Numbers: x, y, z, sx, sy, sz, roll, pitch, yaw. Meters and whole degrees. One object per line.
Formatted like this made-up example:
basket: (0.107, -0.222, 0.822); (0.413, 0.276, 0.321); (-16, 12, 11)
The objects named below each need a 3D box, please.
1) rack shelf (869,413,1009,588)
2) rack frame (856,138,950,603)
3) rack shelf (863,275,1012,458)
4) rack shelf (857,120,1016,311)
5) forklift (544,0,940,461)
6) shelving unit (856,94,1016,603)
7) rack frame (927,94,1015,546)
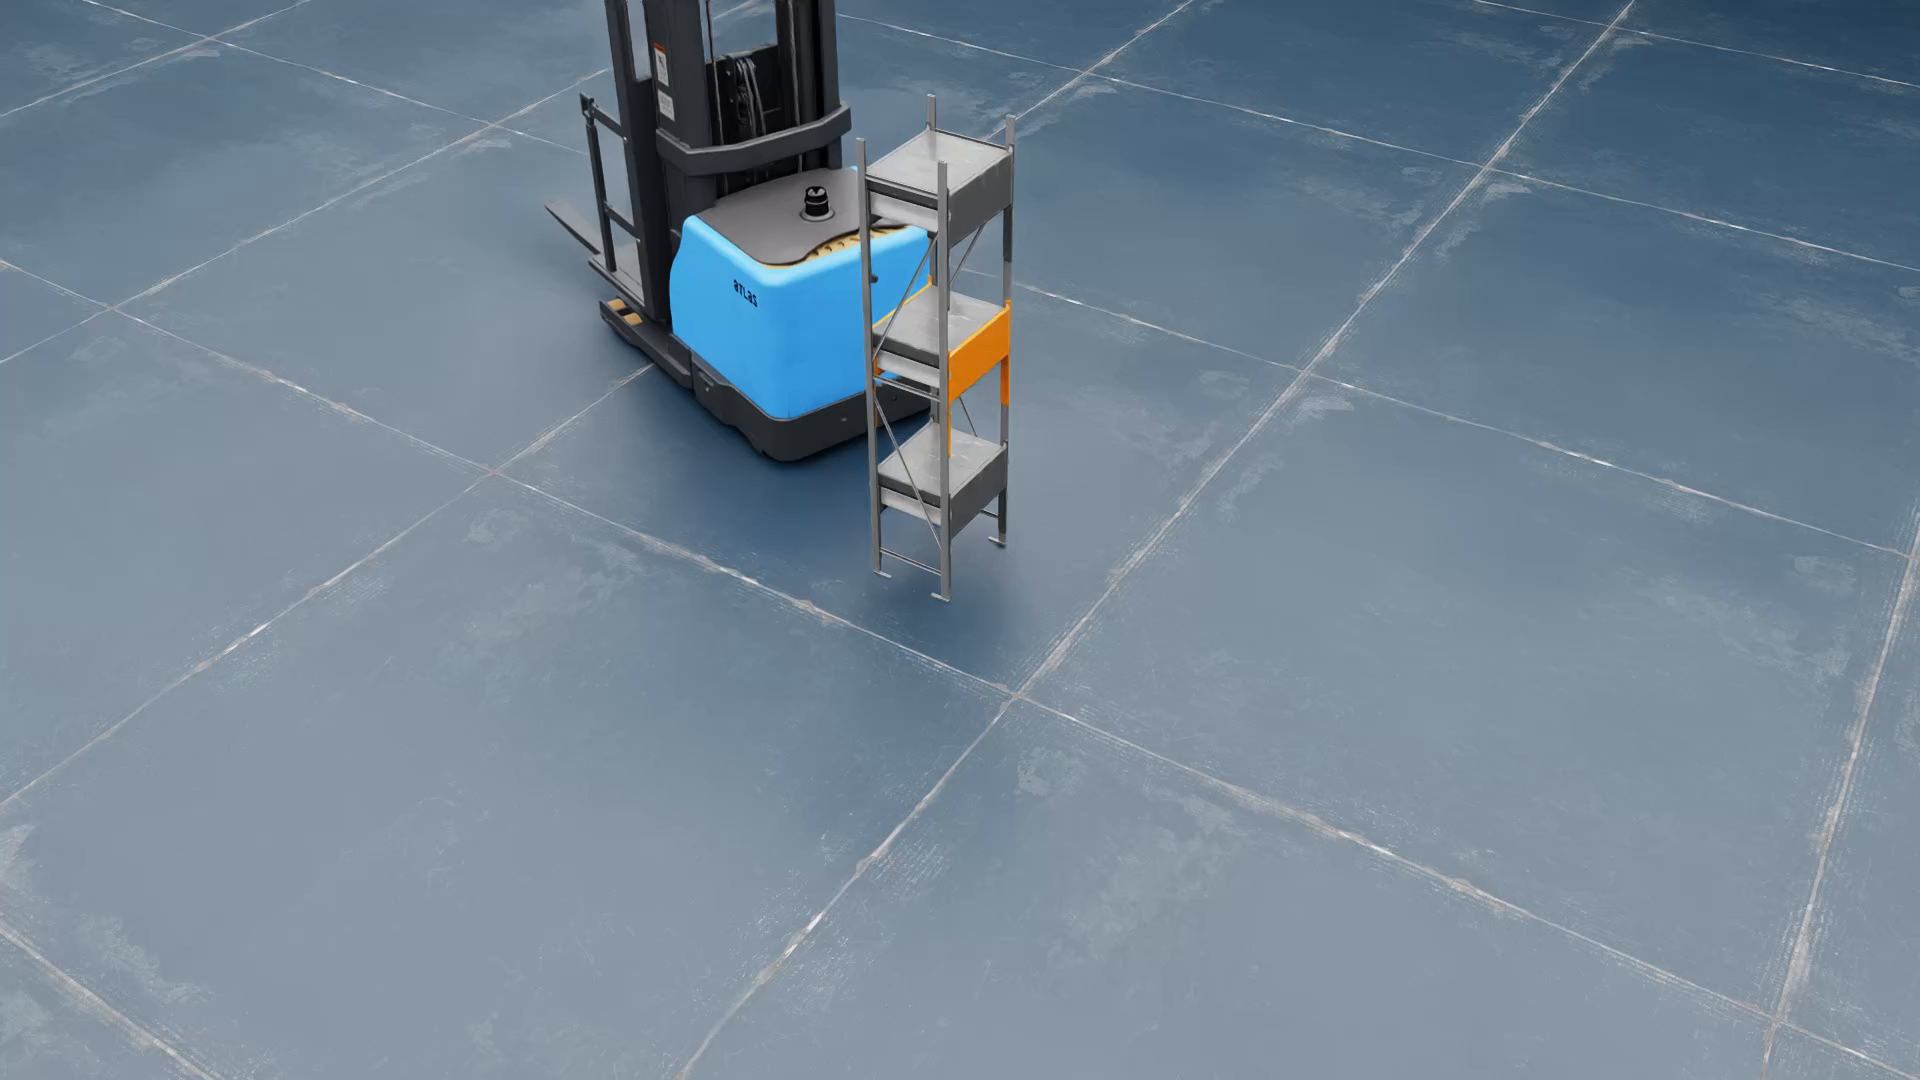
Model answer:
rack shelf: (-0.089, -0.181, 7.434); (0.431, 0.518, 0.480); (21, 42, 25)
rack frame: (-0.219, -0.620, 6.835); (0.400, 2.100, 0.015); (21, 42, 25)
rack shelf: (-0.089, -0.735, 7.007); (0.431, 0.518, 0.480); (21, 42, 25)
rack shelf: (-0.089, -1.290, 6.579); (0.431, 0.518, 0.480); (21, 42, 25)
forklift: (-1.344, -2.397, 8.459); (1.130, 2.935, 3.031); (-24, 44, -28)
shelving unit: (-0.089, -0.746, 6.998); (0.431, 2.100, 0.503); (21, 42, 25)
rack frame: (0.042, -0.872, 7.161); (0.400, 2.100, 0.015); (21, 42, 25)
